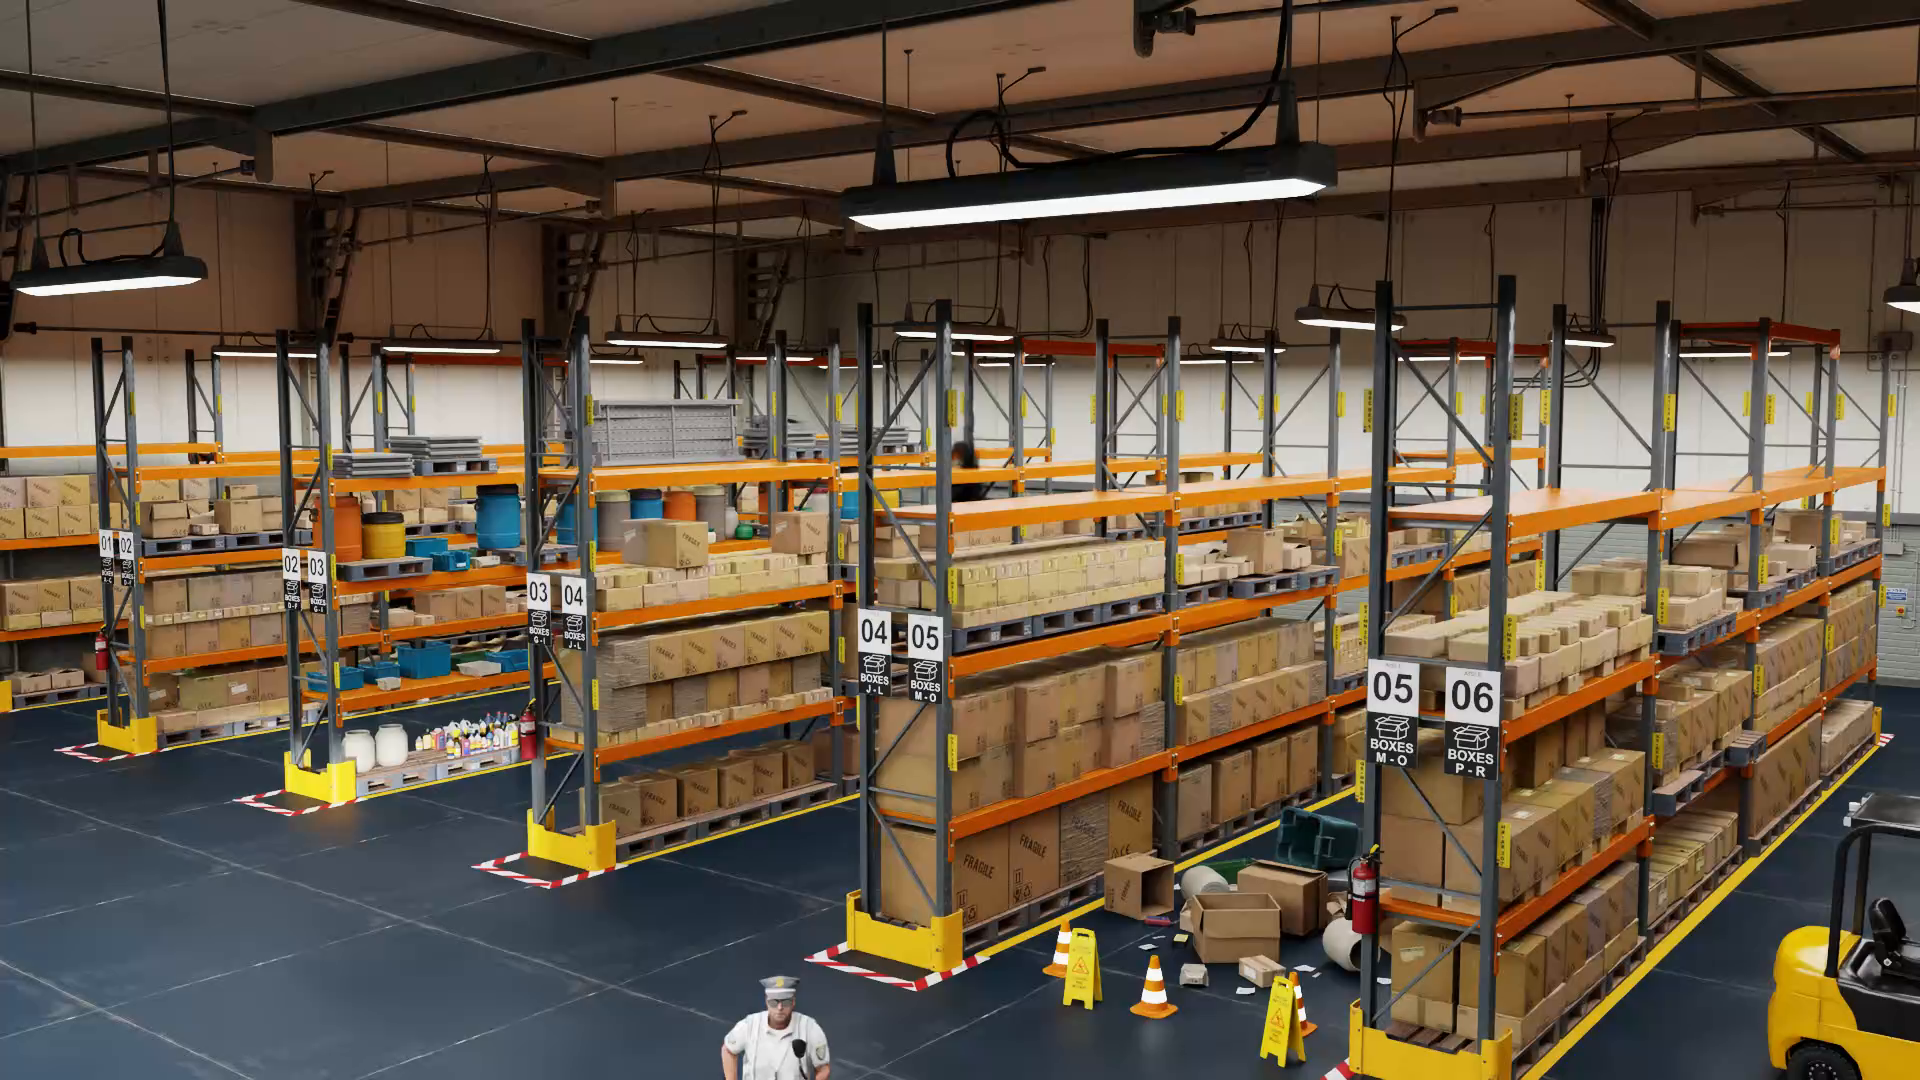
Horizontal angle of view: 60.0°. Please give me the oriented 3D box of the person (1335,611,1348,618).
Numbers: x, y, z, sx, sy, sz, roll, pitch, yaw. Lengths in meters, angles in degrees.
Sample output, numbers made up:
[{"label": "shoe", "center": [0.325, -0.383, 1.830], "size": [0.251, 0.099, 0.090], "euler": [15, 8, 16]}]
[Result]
[{"label": "person", "center": [6.113, 1.969, 26.728], "size": [0.606, 1.685, 0.938], "euler": [3, 6, 33]}]

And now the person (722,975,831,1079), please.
[{"label": "person", "center": [-1.088, 3.432, 9.908], "size": [0.642, 1.727, 0.739], "euler": [-1, 5, -9]}]

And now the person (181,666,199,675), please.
[{"label": "person", "center": [-12.348, 1.967, 26.742], "size": [0.650, 1.739, 0.562], "euler": [3, 6, 34]}]
